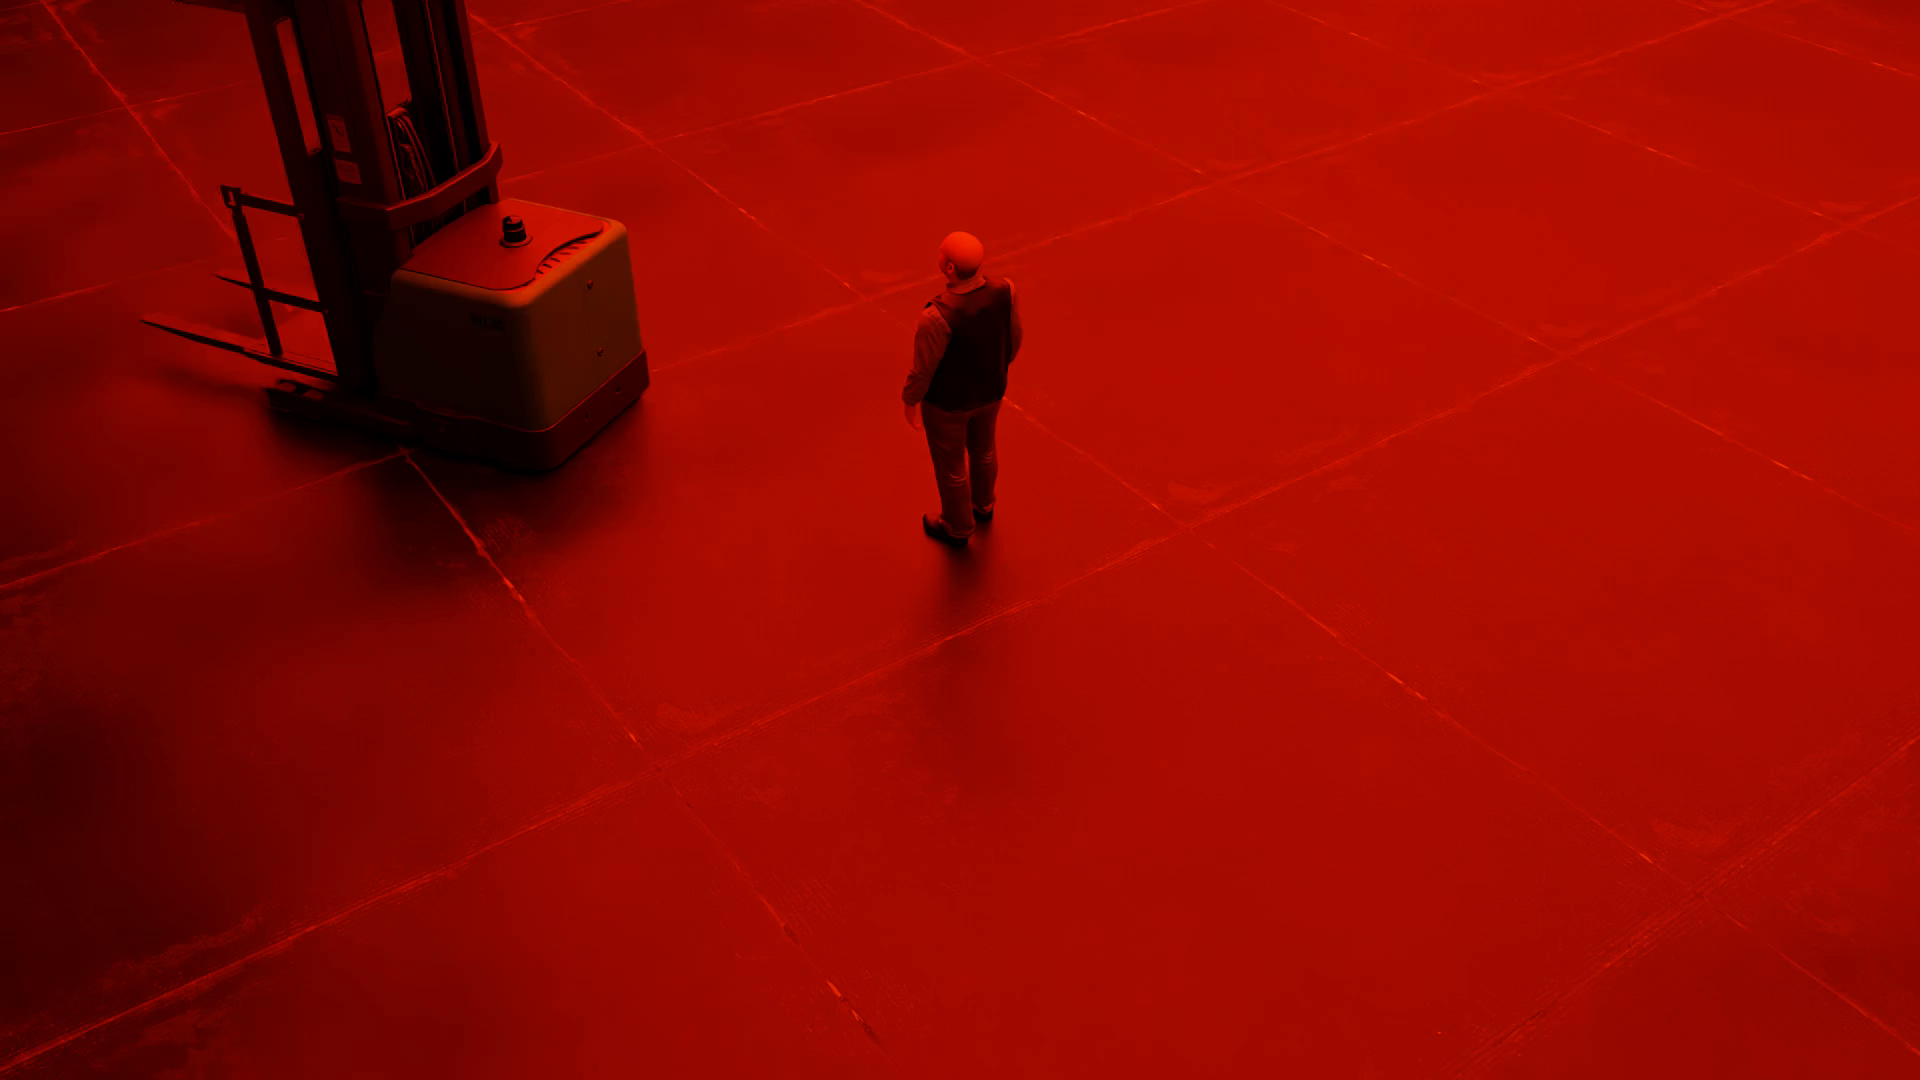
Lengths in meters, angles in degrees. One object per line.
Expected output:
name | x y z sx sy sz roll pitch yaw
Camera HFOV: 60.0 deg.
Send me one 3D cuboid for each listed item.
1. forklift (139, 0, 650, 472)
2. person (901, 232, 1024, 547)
forklift | -3.331 -2.122 8.814 3.031 2.935 1.130 15 39 19
person | -0.031 -0.731 7.939 0.633 1.722 0.566 -23 42 -28
